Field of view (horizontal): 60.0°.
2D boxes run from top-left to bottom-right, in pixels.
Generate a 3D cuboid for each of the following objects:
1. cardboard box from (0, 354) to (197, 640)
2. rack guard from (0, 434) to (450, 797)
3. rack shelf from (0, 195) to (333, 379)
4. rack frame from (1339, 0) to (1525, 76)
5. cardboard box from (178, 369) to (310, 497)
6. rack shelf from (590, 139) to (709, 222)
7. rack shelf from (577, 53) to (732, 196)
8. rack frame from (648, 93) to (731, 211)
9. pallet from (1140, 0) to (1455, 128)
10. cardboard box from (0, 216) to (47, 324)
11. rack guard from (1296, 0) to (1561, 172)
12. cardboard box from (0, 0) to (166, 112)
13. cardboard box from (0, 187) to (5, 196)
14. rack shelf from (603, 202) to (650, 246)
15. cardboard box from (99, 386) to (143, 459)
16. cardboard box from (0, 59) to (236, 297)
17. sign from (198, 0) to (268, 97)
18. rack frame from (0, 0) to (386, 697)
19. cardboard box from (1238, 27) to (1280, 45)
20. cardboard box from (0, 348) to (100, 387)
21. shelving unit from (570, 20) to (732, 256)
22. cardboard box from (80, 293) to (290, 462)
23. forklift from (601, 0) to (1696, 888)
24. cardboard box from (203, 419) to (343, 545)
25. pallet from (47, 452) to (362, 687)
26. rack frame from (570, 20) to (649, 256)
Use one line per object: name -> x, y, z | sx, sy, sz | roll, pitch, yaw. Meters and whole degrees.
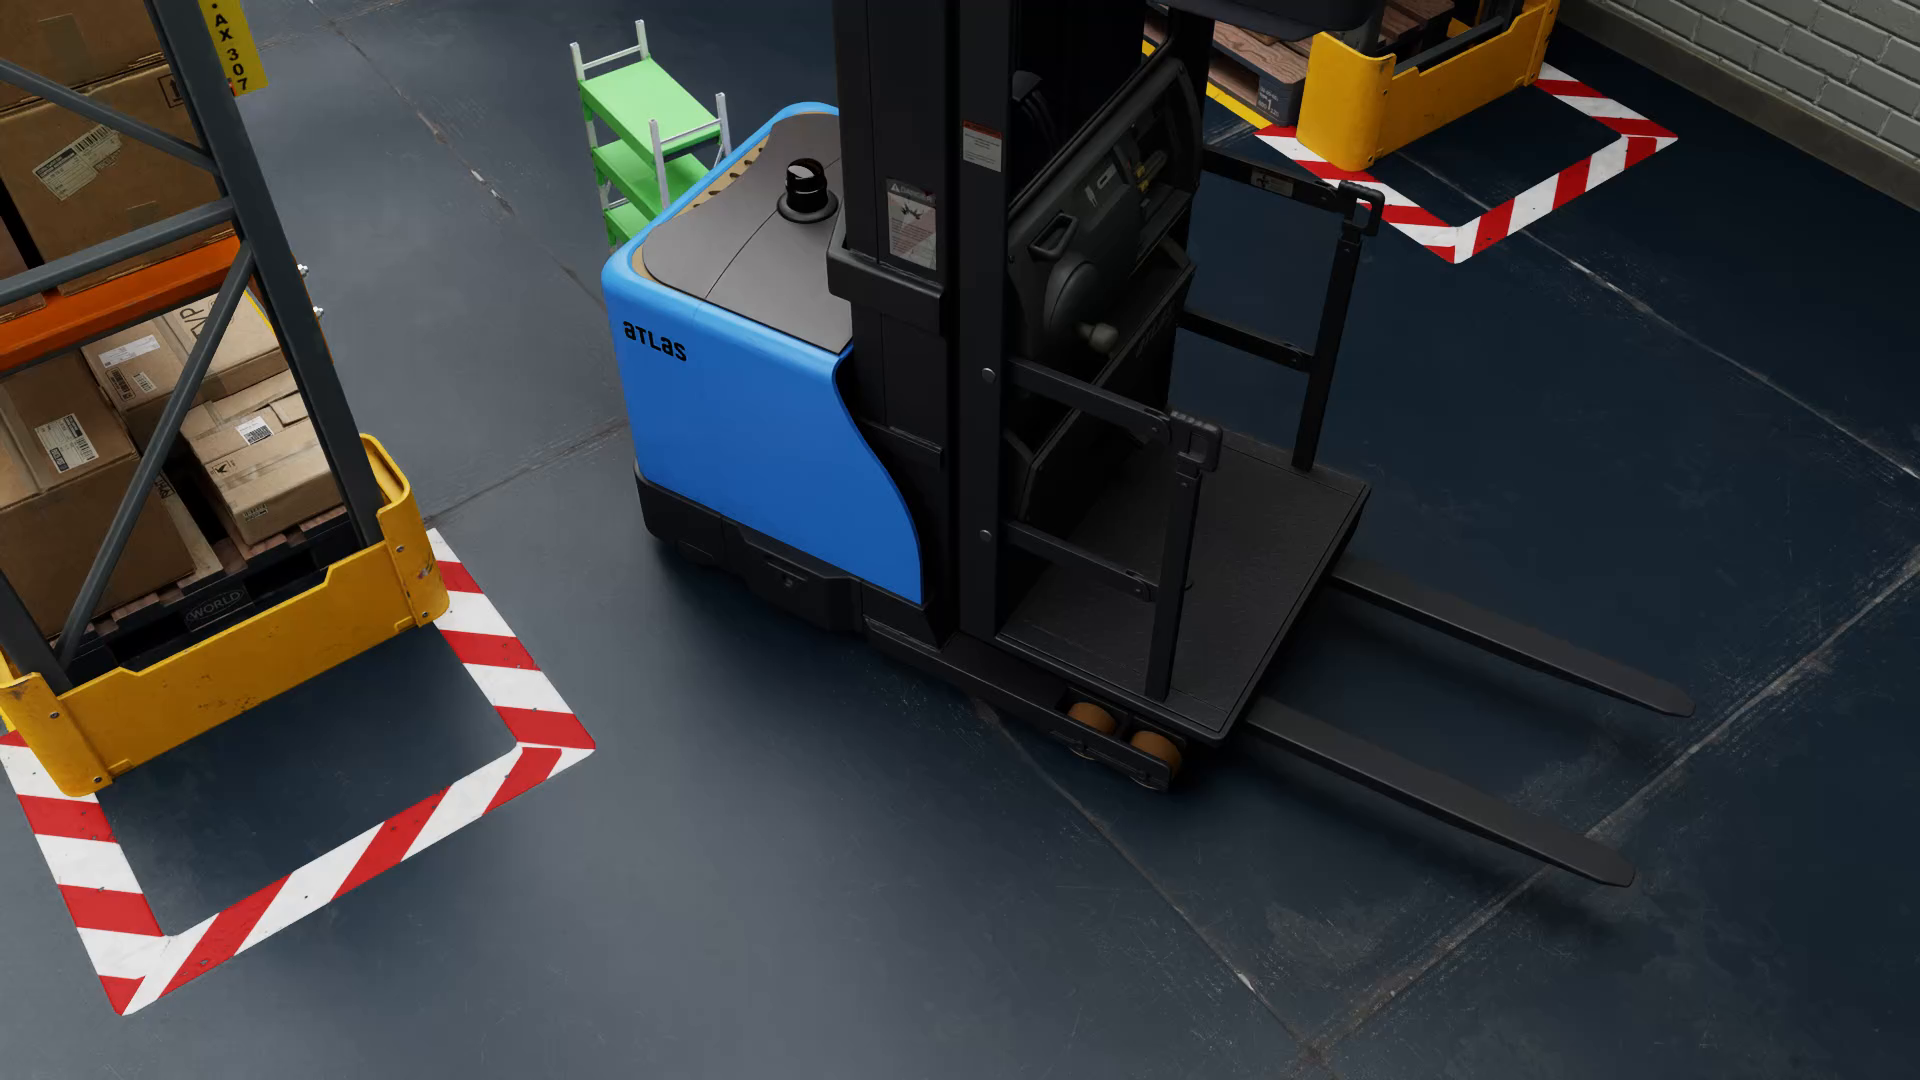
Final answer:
cardboard box -> -2.579, -0.112, 4.717 | 0.500, 0.500, 0.500 | -29, 54, -24
rack guard -> -2.100, 0.201, 4.731 | 1.175, 0.500, 0.348 | -29, 54, -24
rack shelf -> -3.265, -1.532, 5.099 | 1.077, 0.370, 4.000 | -29, 54, -24
rack frame -> 1.886, -2.818, 5.780 | 1.000, 3.000, 0.127 | -29, 54, -24
cardboard box -> -2.185, -0.339, 5.148 | 0.380, 0.166, 0.250 | -29, 54, -24
rack shelf -> -0.923, -1.098, 5.198 | 0.258, 0.148, 0.480 | -28, 54, -23
rack shelf -> -0.923, -1.259, 5.020 | 0.258, 0.148, 0.480 | -28, 54, -23
rack frame -> -0.781, -0.833, 5.195 | 0.240, 1.200, 0.015 | -28, 54, -23
pallet -> 1.340, -2.318, 7.209 | 1.003, 0.211, 1.213 | -29, 54, -24
cardboard box -> -2.542, -0.770, 3.856 | 0.500, 0.500, 0.500 | -28, 54, -23
rack guard -> 1.901, -1.965, 6.694 | 1.175, 0.500, 0.348 | -29, 54, -24
cardboard box -> -2.113, -1.343, 3.701 | 0.500, 0.500, 0.500 | -28, 54, -23
cardboard box -> -2.429, -1.309, 4.345 | 0.500, 0.500, 0.500 | -30, 54, -24
rack shelf -> -0.923, -0.937, 5.376 | 0.258, 0.148, 0.480 | -28, 54, -23
cardboard box -> -2.753, -0.279, 5.094 | 0.380, 0.166, 0.250 | -29, 54, -24
cardboard box -> -2.113, -1.007, 4.071 | 0.500, 0.500, 0.500 | -28, 54, -23
sign -> -1.622, -1.128, 3.664 | 0.100, 0.325, 0.005 | -29, 54, -24
rack frame -> -2.054, -0.594, 3.764 | 1.000, 3.000, 0.127 | -29, 54, -24
cardboard box -> 1.383, -2.488, 6.884 | 0.700, 0.500, 0.500 | -29, 54, -24
cardboard box -> -3.130, -0.602, 5.330 | 0.500, 0.250, 0.500 | -29, 54, -24
shelving unit -> -0.923, -0.980, 5.328 | 0.258, 1.200, 0.503 | -28, 54, -23
cardboard box -> -2.460, -0.561, 5.293 | 0.500, 0.250, 0.500 | -29, 54, -24
forklift -> 0.541, -0.748, 3.950 | 3.031, 2.935, 1.130 | 24, 52, 20
cardboard box -> -2.034, -0.185, 5.021 | 0.380, 0.149, 0.250 | -29, 54, -24
pallet -> -2.583, -0.172, 5.263 | 1.003, 0.211, 1.213 | -29, 54, -24
rack frame -> -1.064, -1.127, 5.462 | 0.240, 1.200, 0.015 | -28, 54, -23
